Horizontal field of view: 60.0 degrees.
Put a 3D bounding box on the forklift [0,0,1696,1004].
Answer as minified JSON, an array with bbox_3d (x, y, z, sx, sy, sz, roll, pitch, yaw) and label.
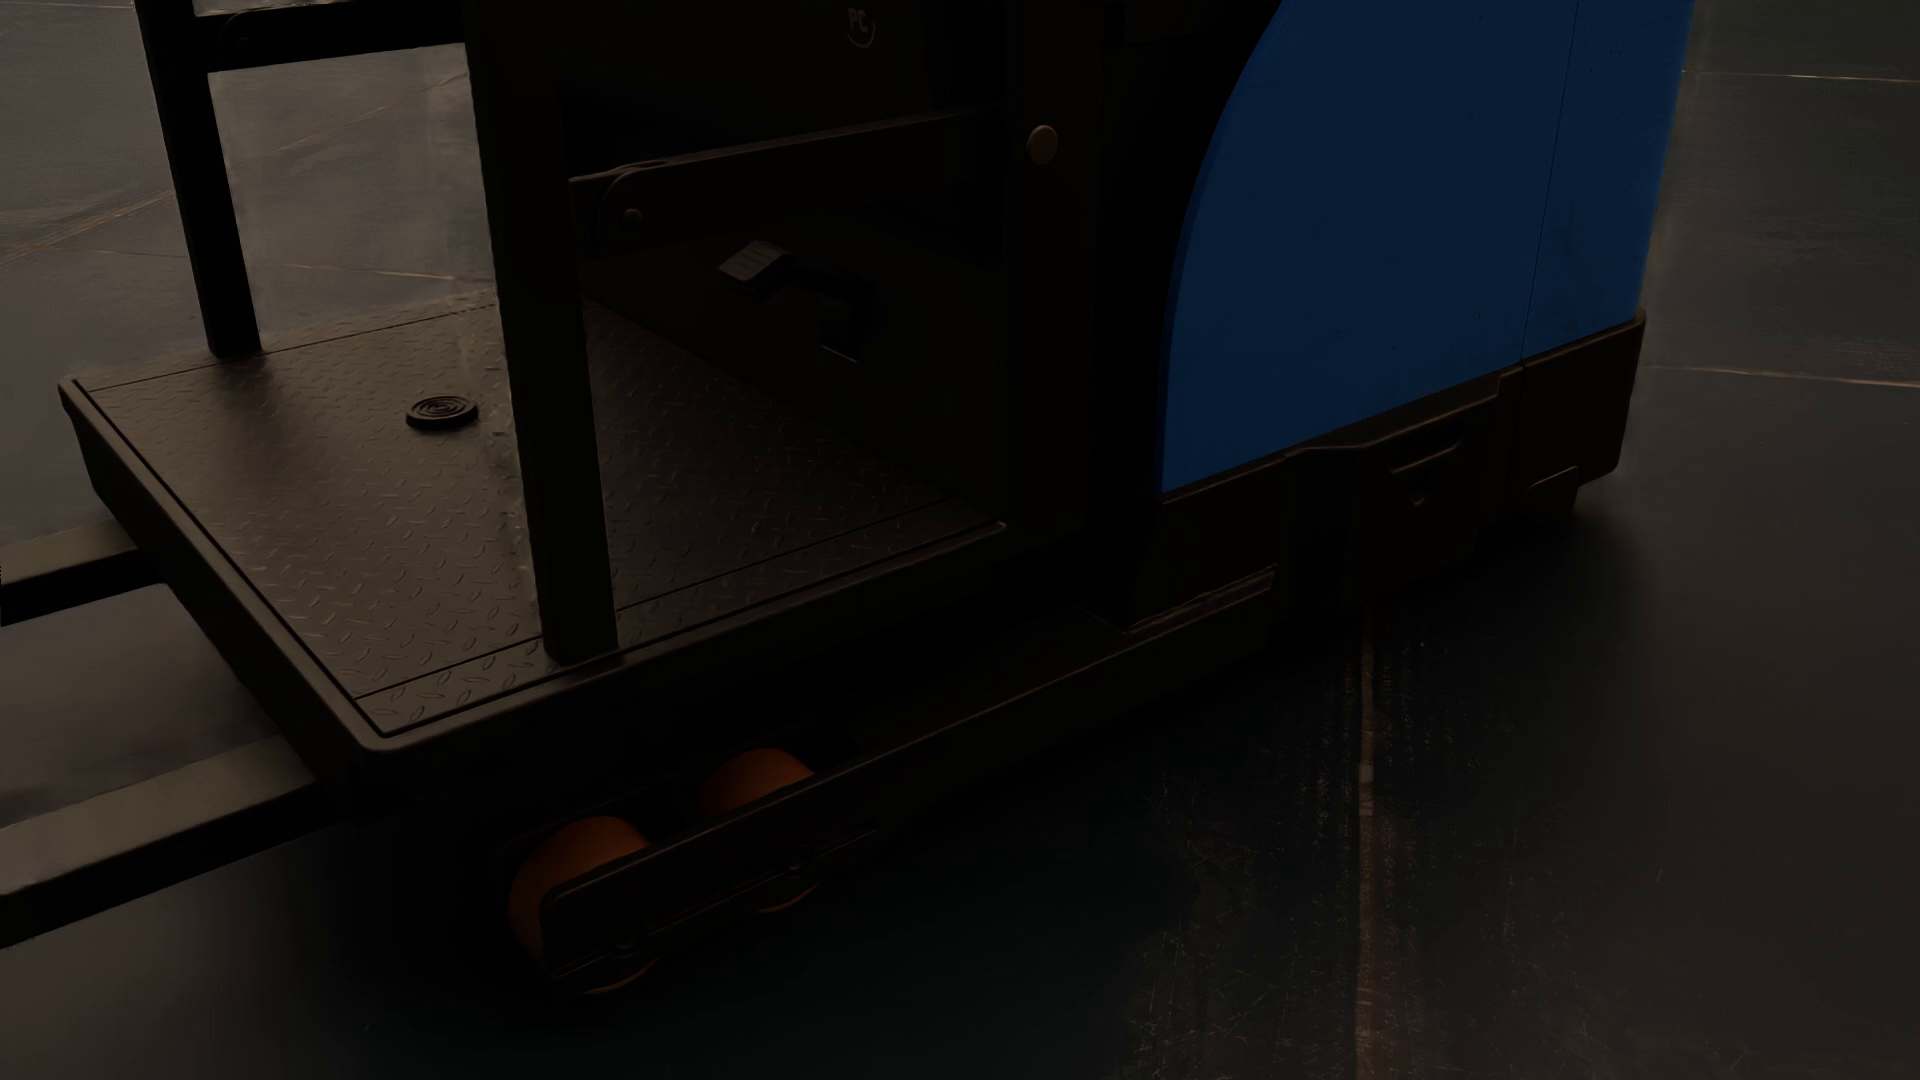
[{"bbox_3d":[-0.442,-1.136,1.498,3.031,2.935,1.130,-20,33,-34],"label":"forklift"}]
